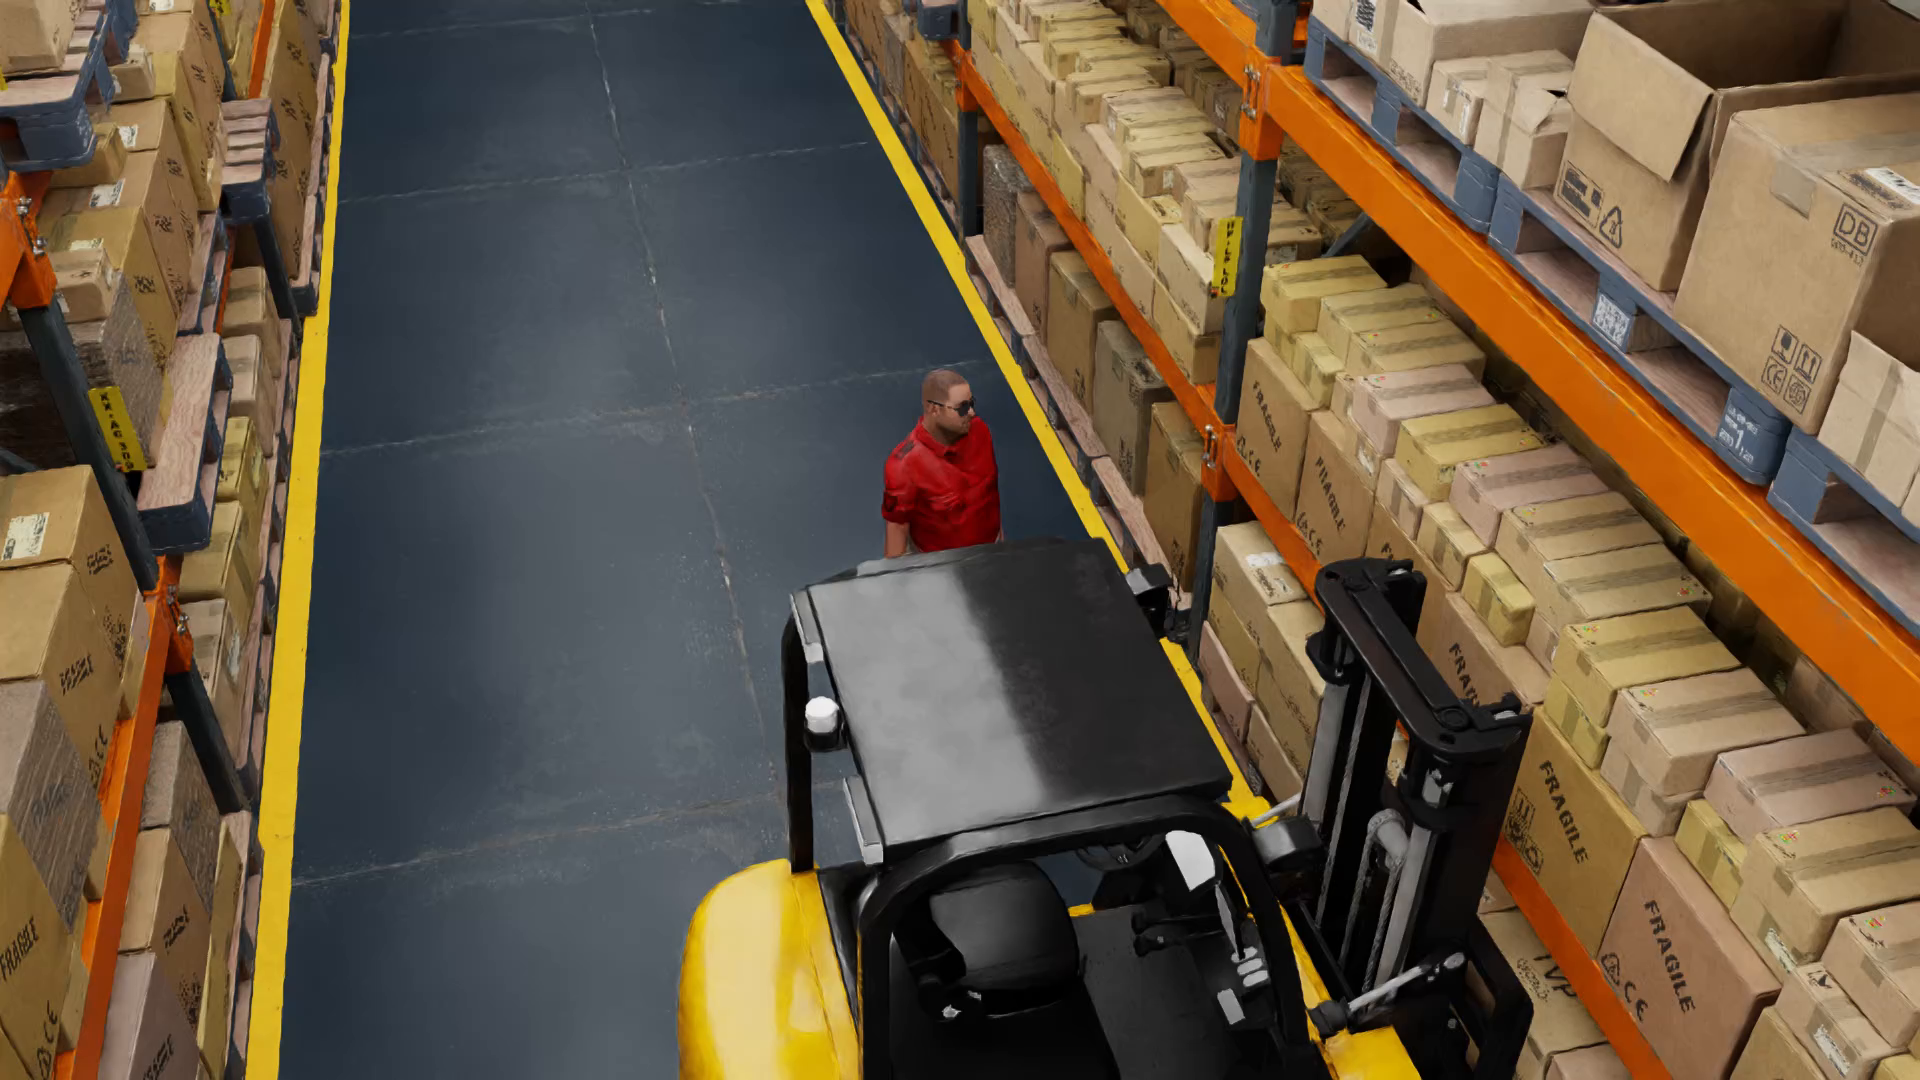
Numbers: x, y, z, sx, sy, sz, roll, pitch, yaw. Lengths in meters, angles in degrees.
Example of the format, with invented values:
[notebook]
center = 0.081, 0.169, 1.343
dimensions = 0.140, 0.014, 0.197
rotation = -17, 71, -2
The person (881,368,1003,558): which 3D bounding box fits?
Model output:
[person]
center = -0.038, 0.105, 6.586
dimensions = 0.571, 1.725, 0.364
rotation = -29, 46, -32
